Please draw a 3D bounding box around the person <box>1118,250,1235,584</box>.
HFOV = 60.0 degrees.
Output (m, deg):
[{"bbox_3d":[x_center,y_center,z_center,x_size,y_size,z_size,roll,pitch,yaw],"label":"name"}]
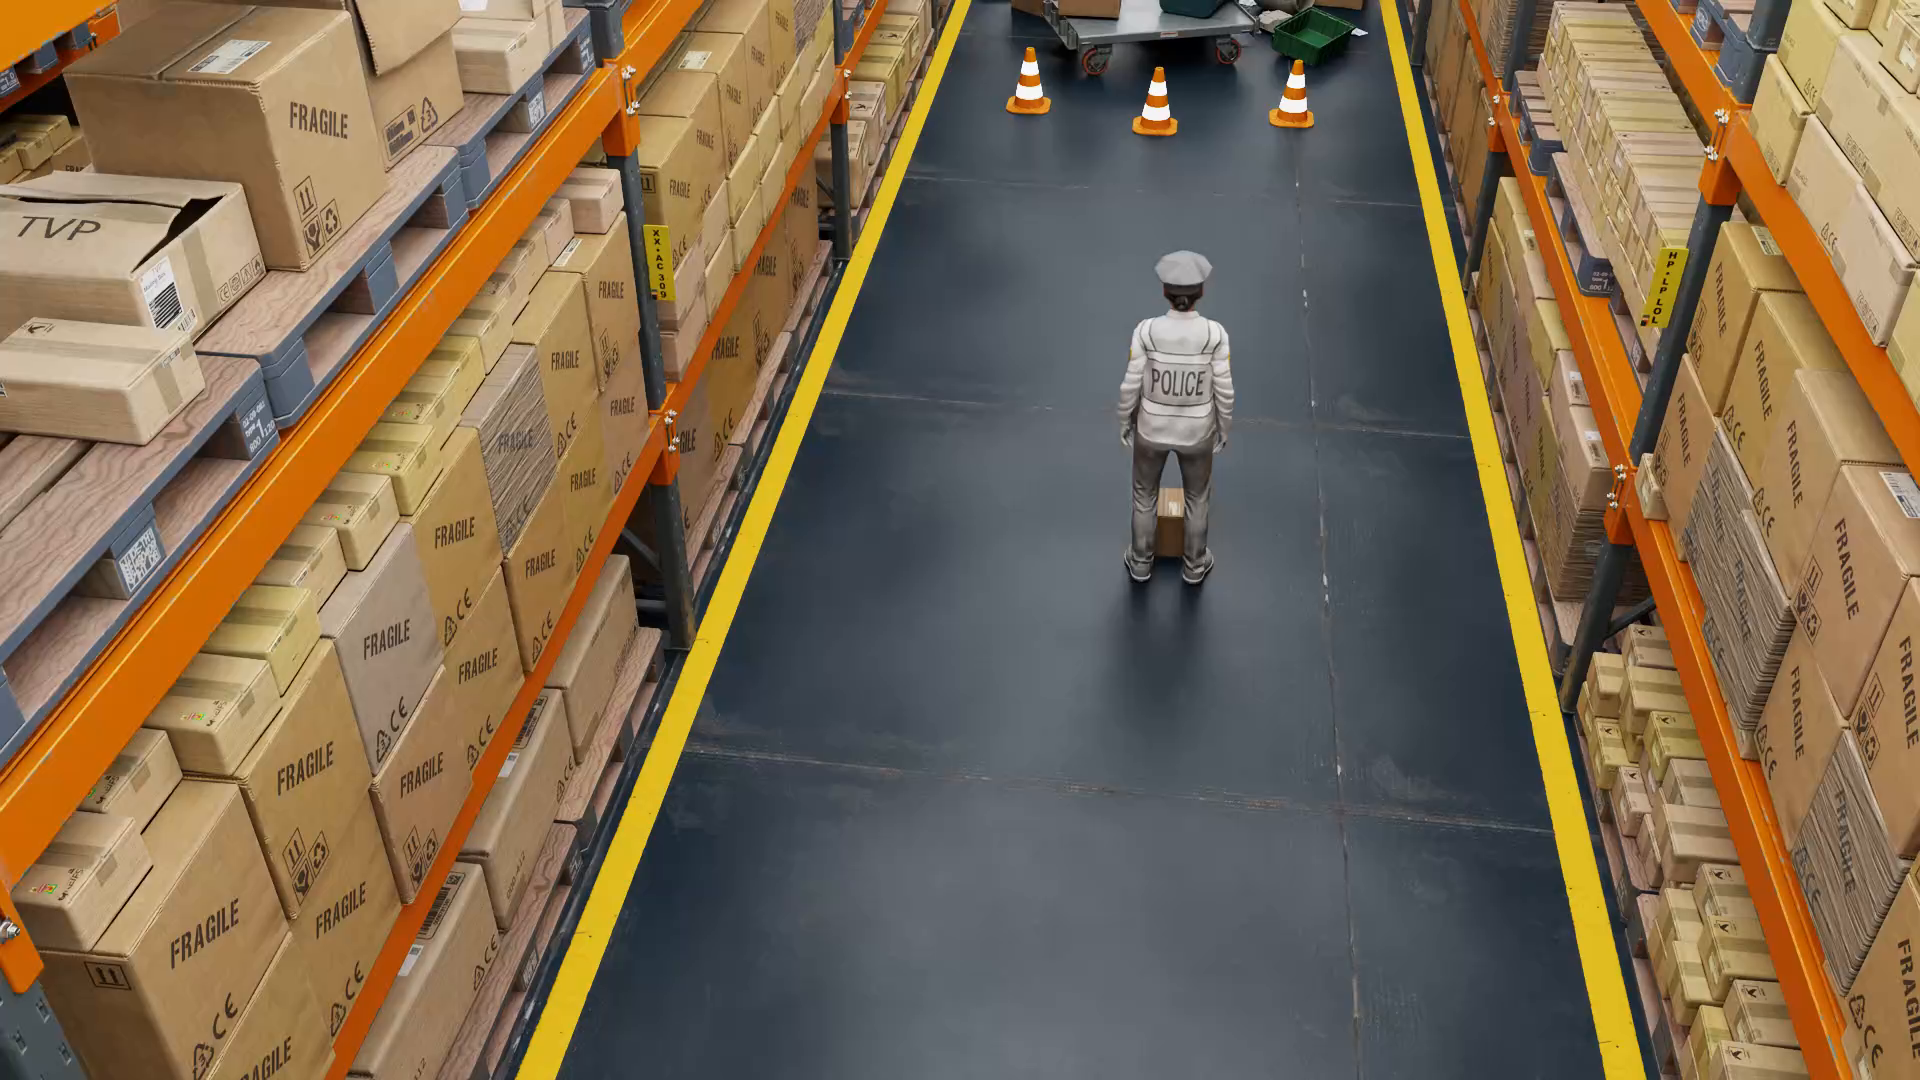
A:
[{"bbox_3d":[0.995,-0.518,7.738,0.530,1.663,0.371,5,37,6],"label":"person"}]
